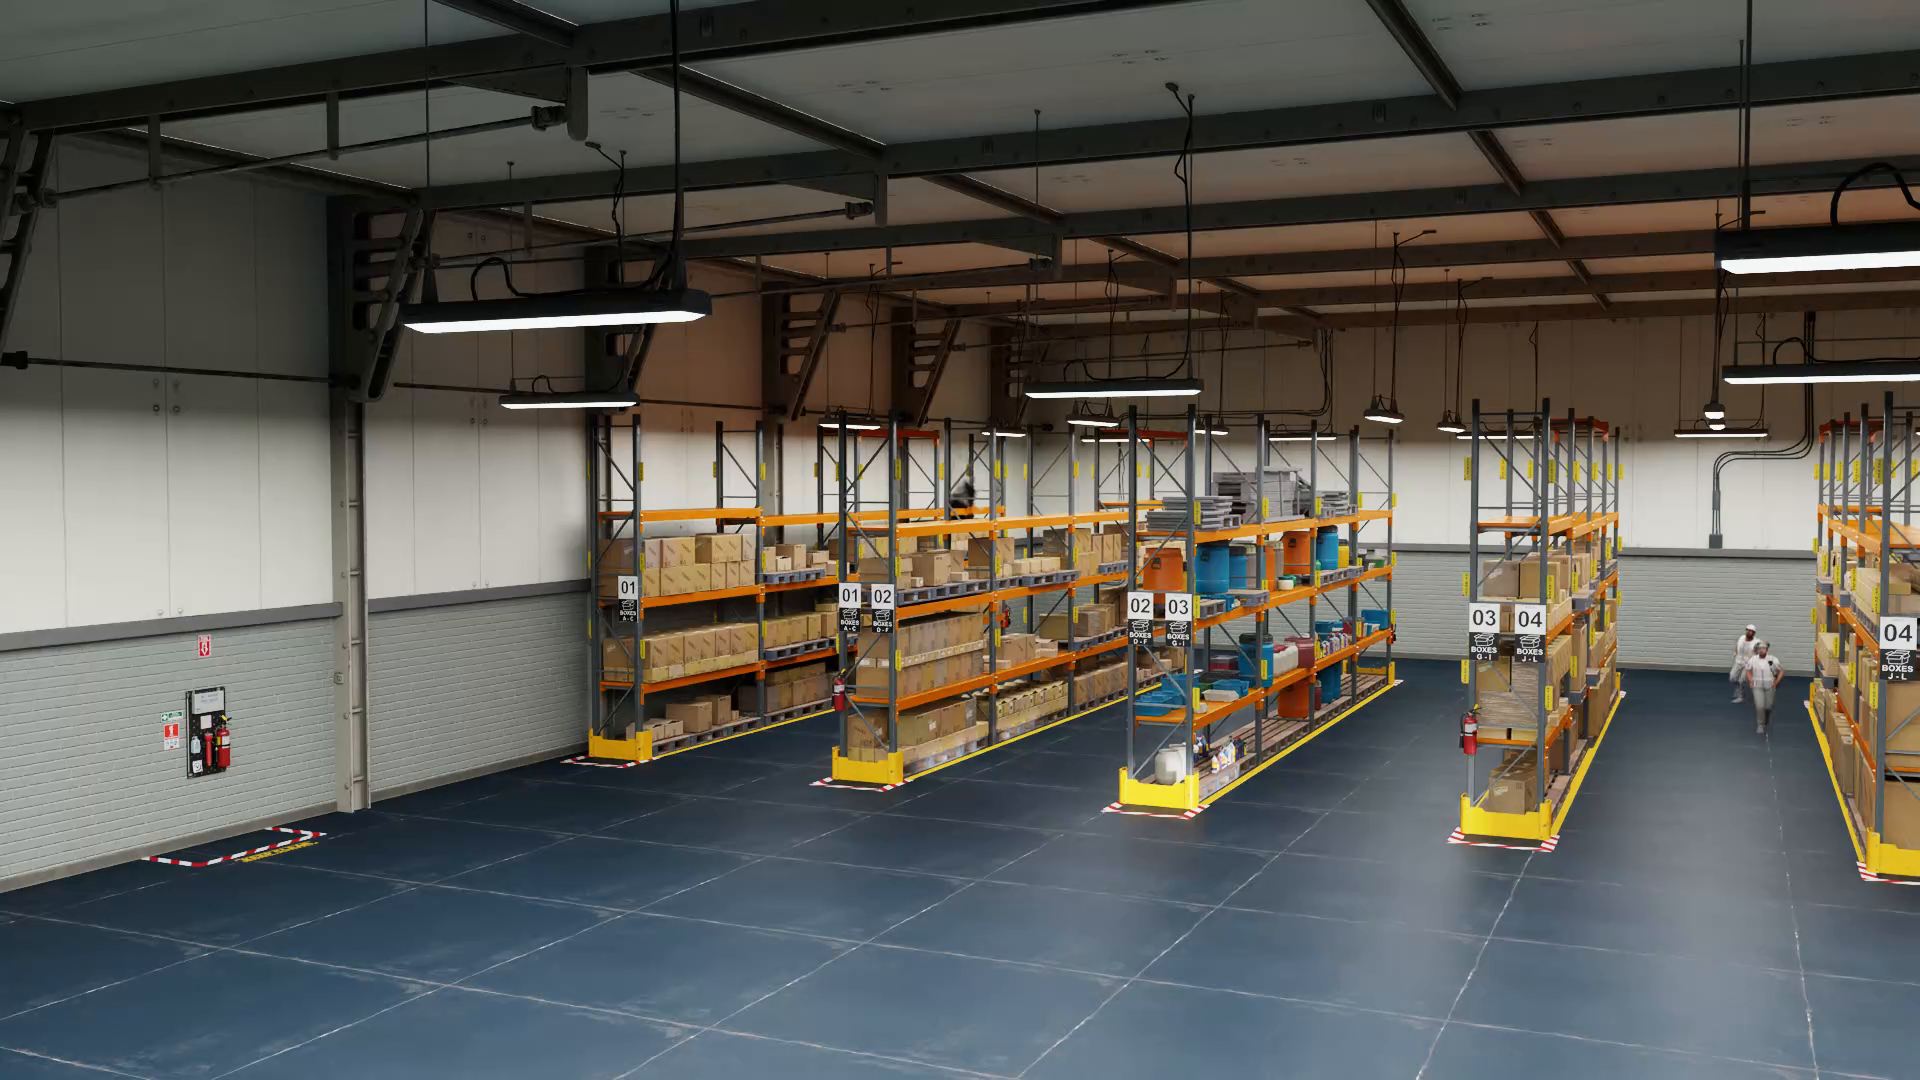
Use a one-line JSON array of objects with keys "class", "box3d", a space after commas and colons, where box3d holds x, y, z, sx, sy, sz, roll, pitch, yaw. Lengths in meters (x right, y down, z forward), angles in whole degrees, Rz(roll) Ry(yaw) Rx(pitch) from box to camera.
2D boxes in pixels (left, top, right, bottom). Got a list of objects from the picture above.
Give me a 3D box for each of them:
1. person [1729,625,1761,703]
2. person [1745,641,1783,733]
[{"class": "person", "box3d": [16.934, 2.679, 35.784, 0.543, 1.723, 0.715, -2, 3, -35]}, {"class": "person", "box3d": [15.490, 2.820, 32.046, 0.658, 1.763, 0.612, 1, 3, 28]}]
